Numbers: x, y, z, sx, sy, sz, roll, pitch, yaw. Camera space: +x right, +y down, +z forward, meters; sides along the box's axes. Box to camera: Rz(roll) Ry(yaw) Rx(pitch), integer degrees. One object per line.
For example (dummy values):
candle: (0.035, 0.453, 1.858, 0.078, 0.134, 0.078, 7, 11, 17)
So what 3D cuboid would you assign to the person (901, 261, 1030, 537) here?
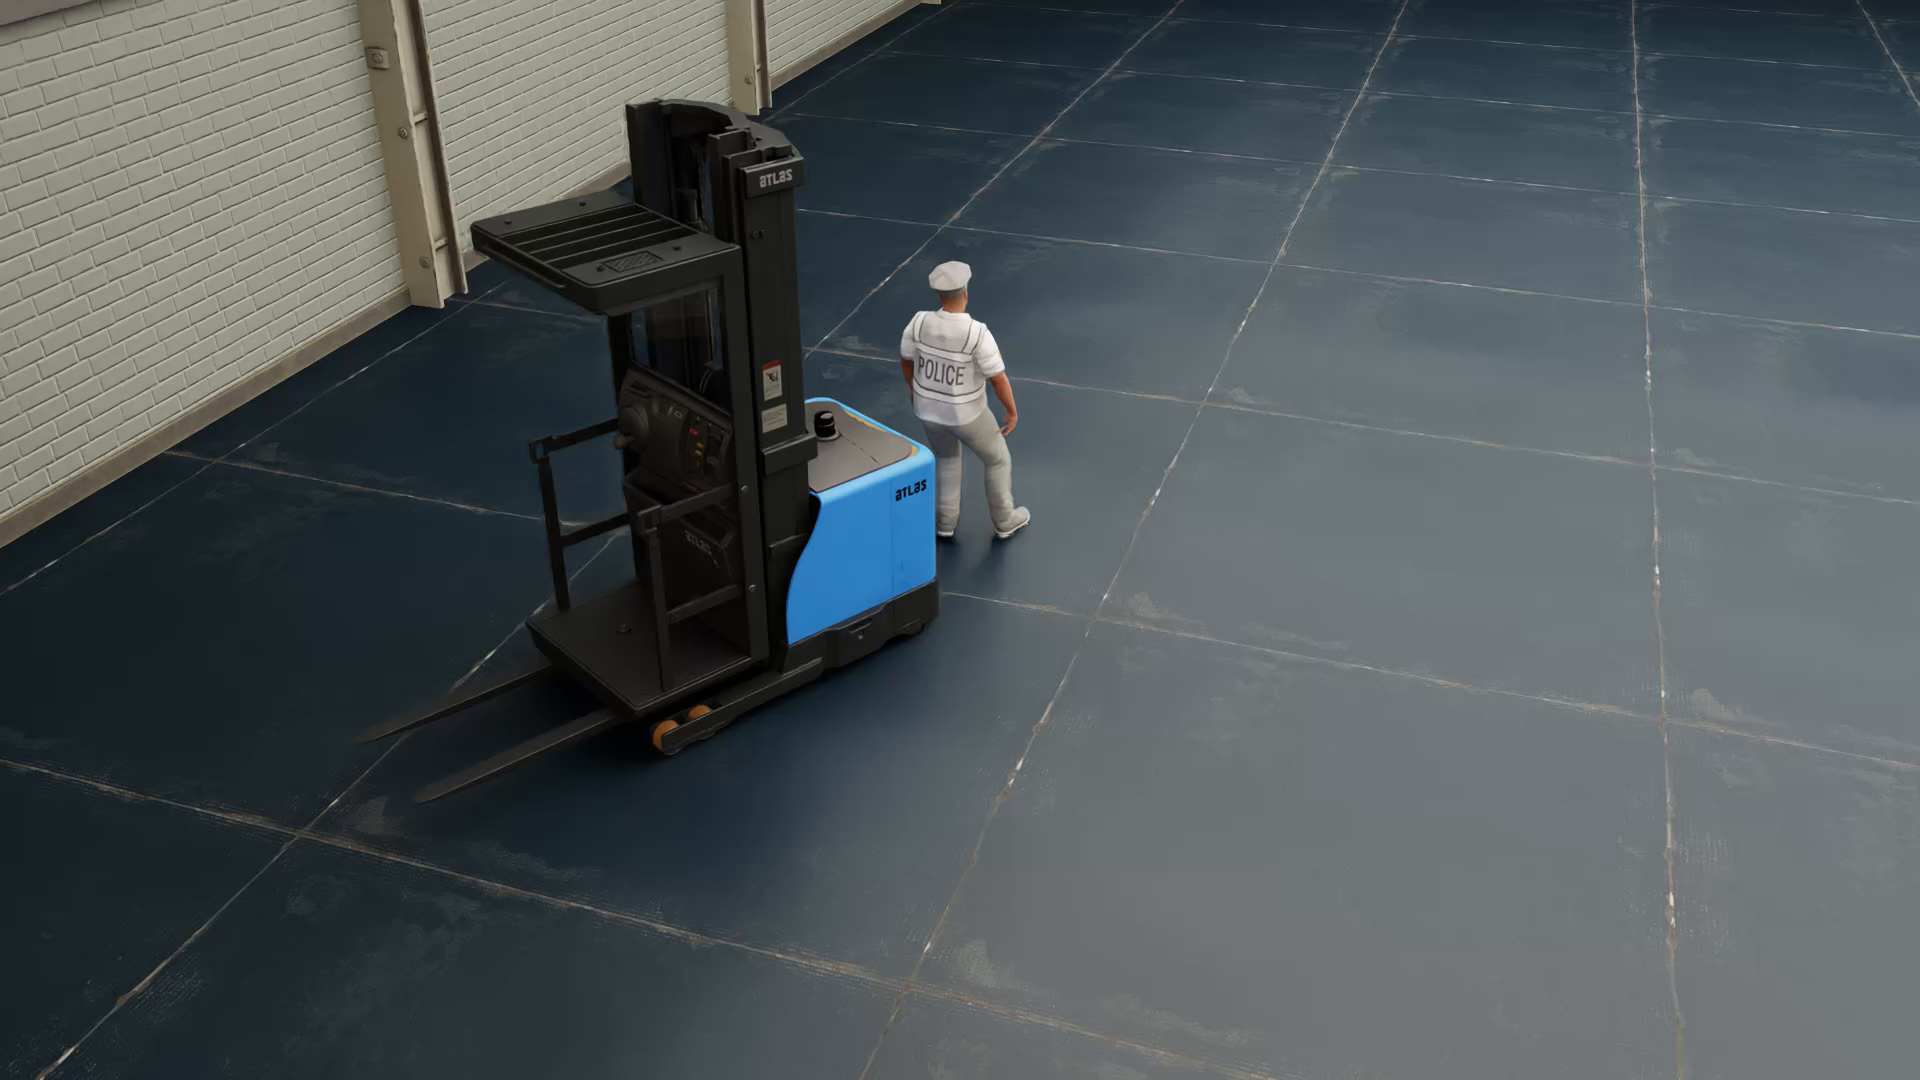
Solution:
person: (0.029, -0.829, 9.821, 0.698, 1.752, 0.602, 13, 32, 21)

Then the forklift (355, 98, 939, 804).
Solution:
forklift: (-1.554, -0.504, 8.021, 3.031, 2.935, 1.130, -24, 37, -35)
